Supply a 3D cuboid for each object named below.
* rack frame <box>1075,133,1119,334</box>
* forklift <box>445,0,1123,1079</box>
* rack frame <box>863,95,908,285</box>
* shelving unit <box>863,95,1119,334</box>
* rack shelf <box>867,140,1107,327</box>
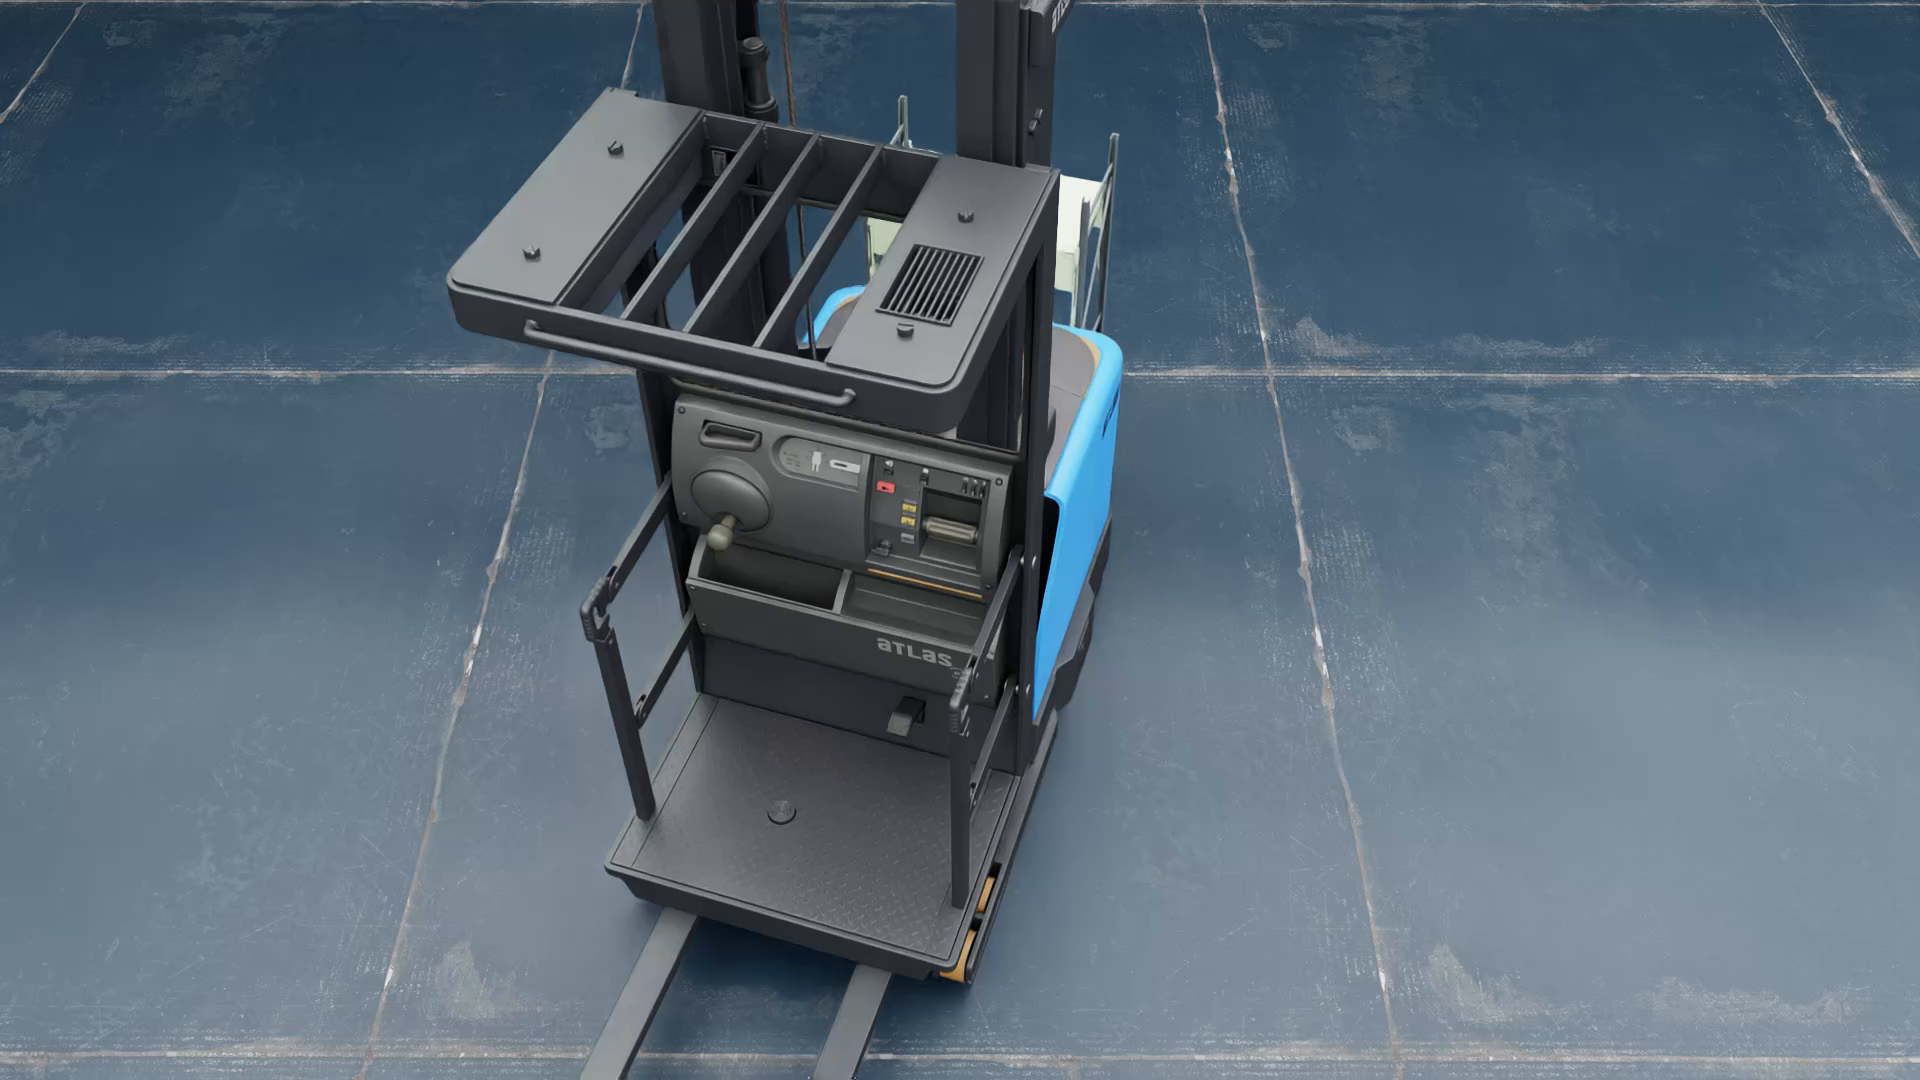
[{"bbox_3d":[0.449,-0.679,5.858,0.023,1.500,0.400,13,48,12],"label":"rack frame"},{"bbox_3d":[-0.390,-0.010,4.257,1.130,2.935,3.031,13,48,12],"label":"forklift"},{"bbox_3d":[-0.249,-0.843,6.010,0.023,1.500,0.400,13,48,12],"label":"rack frame"},{"bbox_3d":[0.100,-0.761,5.934,0.755,1.500,0.431,13,48,12],"label":"shelving unit"},{"bbox_3d":[0.100,-1.027,5.648,0.720,0.370,0.431,13,48,12],"label":"rack shelf"}]
